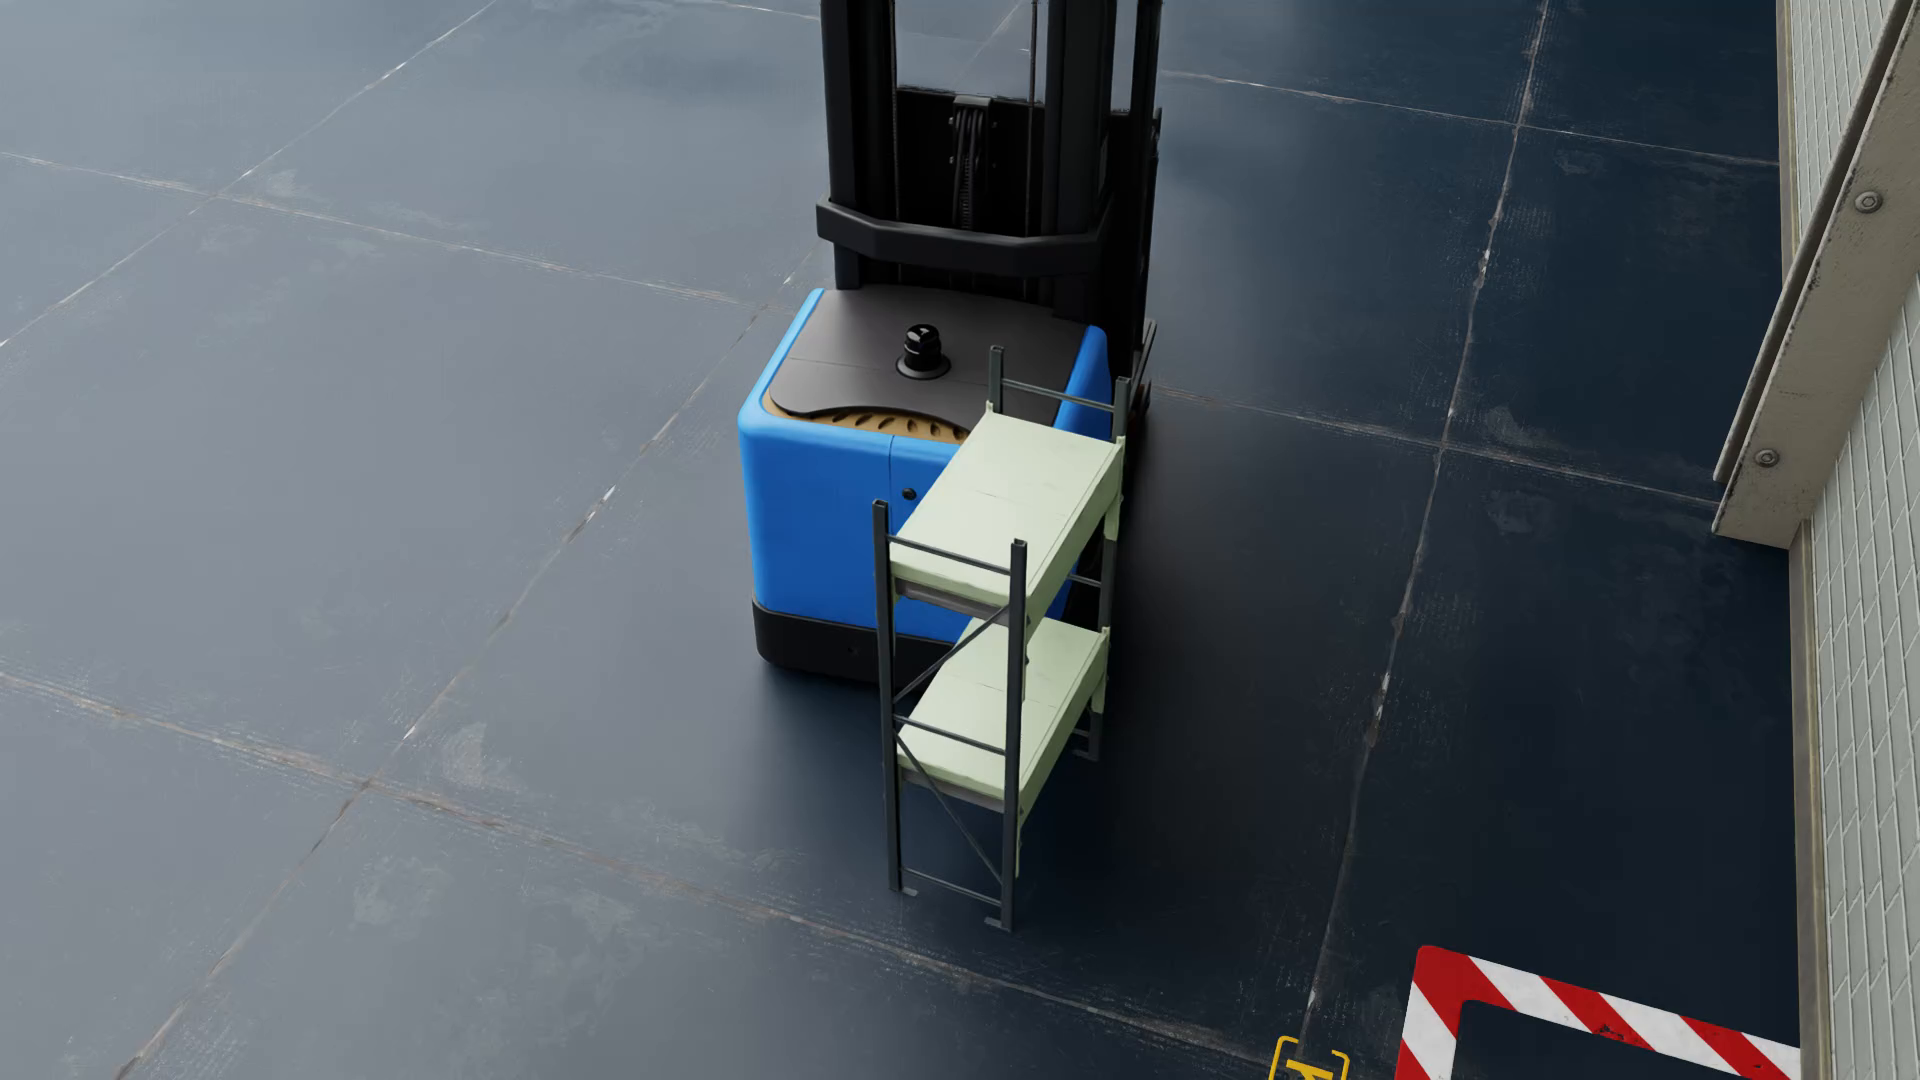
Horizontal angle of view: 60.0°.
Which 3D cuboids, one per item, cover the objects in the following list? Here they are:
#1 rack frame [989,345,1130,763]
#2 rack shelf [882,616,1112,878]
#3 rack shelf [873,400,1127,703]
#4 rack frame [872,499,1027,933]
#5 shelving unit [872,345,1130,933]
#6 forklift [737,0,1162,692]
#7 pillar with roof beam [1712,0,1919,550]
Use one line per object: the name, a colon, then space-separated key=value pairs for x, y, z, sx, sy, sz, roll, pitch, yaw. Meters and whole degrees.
rack frame: x=0.269 y=0.094 z=4.985 sx=0.400 sy=1.500 sz=0.023 roll=16 pitch=43 yaw=18
rack shelf: x=0.121 y=0.559 z=4.942 sx=0.431 sy=0.370 sz=0.720 roll=16 pitch=43 yaw=18
rack shelf: x=0.121 y=0.014 z=4.477 sx=0.431 sy=0.370 sz=0.720 roll=16 pitch=43 yaw=18
rack frame: x=-0.028 y=0.528 z=4.475 sx=0.400 sy=1.500 sz=0.023 roll=16 pitch=43 yaw=18
shelving unit: x=0.121 y=0.311 z=4.730 sx=0.431 sy=1.500 sz=0.755 roll=16 pitch=43 yaw=18
forklift: x=0.158 y=-1.522 z=5.776 sx=1.130 sy=2.935 sz=3.031 roll=9 pitch=41 yaw=11
pillar with roof beam: x=-0.993 y=-4.491 z=4.580 sx=9.100 sy=9.000 sz=0.400 roll=13 pitch=42 yaw=15
